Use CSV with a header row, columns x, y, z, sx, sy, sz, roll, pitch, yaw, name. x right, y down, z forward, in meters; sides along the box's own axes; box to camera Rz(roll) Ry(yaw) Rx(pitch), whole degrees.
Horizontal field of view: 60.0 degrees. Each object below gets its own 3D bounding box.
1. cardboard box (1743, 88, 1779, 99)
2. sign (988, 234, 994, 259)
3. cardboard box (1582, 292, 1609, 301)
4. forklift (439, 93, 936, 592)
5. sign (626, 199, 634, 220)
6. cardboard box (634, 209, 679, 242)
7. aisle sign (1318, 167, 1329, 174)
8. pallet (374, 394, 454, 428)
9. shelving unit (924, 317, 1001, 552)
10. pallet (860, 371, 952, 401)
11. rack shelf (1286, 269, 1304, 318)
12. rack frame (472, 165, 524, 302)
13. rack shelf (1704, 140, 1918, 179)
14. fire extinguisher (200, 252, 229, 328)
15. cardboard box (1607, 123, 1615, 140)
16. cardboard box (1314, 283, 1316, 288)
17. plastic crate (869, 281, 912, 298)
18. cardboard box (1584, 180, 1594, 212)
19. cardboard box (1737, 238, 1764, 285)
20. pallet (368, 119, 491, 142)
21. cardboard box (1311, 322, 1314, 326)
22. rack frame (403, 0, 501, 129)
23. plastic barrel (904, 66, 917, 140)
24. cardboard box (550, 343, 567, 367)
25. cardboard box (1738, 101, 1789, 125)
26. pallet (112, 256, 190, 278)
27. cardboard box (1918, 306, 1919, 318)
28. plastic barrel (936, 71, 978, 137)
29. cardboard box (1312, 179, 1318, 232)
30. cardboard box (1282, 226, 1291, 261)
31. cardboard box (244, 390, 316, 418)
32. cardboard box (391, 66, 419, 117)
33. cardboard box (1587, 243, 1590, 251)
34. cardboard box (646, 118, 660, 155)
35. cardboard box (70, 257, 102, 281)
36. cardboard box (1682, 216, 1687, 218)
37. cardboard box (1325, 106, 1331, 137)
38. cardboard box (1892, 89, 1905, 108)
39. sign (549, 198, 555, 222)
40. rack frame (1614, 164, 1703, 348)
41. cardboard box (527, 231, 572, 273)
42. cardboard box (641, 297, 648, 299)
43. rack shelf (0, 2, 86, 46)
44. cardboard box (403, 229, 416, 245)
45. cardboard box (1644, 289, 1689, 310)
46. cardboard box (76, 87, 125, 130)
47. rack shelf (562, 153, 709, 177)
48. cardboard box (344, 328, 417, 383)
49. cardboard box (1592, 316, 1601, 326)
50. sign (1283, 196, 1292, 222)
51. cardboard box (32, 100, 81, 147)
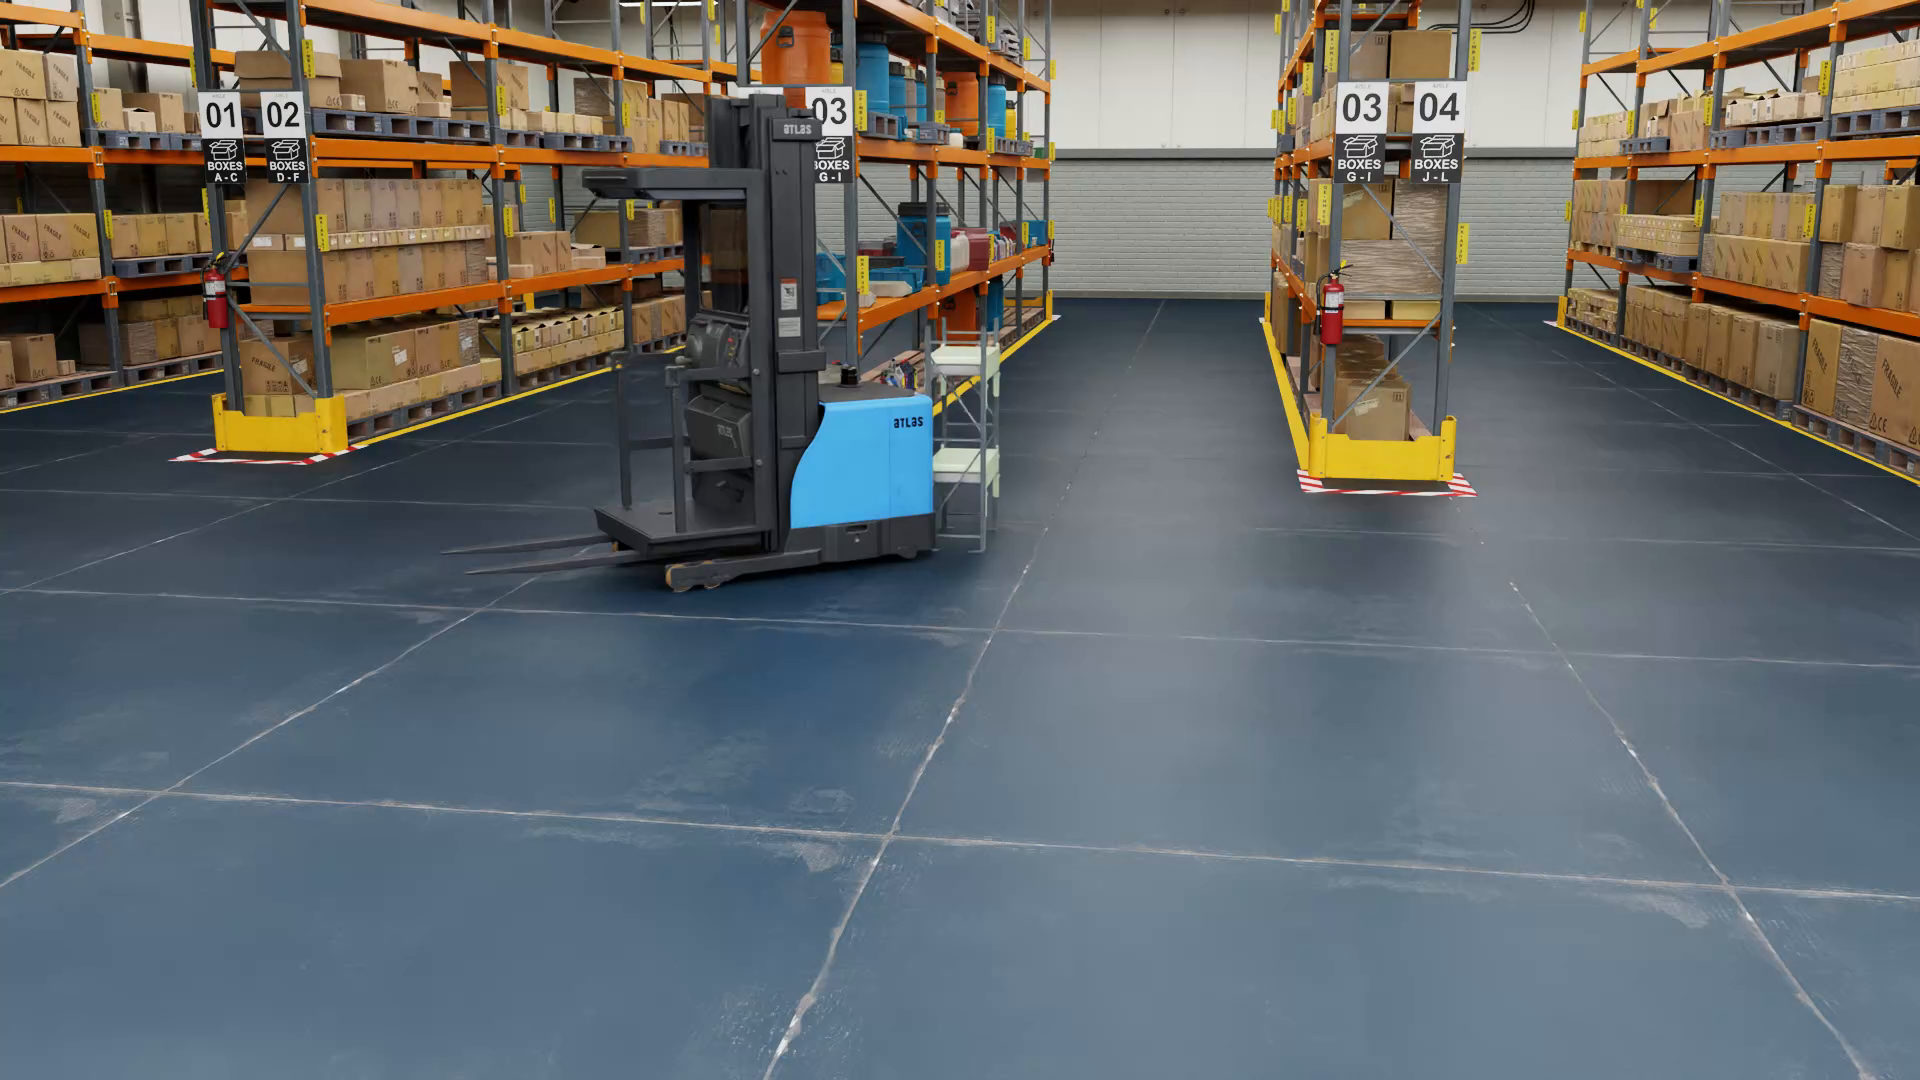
x,y,z,sx,sy,sz,roll,pitch,yaw,name
10.048,-5.547,20.939,0.396,0.266,0.258,2,12,9,cardboard box
0.400,-3.881,21.994,0.100,0.325,0.005,2,12,9,sign
10.403,-3.981,27.205,0.380,0.149,0.250,1,12,6,cardboard box
-1.695,-1.245,10.314,3.031,2.935,1.130,-7,14,-29,forklift
-4.490,-4.527,22.633,0.100,0.325,0.005,2,12,9,sign
-4.761,-4.829,25.547,0.700,0.500,0.500,4,13,18,cardboard box
6.287,-6.598,28.820,0.394,0.787,0.004,2,12,9,aisle sign
-6.003,-1.364,17.322,1.003,0.211,1.213,2,12,9,pallet
0.022,-0.736,11.347,0.431,1.500,0.755,2,12,8,shelving unit
-0.678,-1.786,19.282,1.003,0.211,1.213,2,12,9,pallet
4.442,-2.889,19.486,1.077,0.370,4.000,2,12,9,rack shelf
-8.704,-5.804,31.304,1.000,3.000,0.127,2,12,9,rack frame
9.327,-4.174,18.327,1.077,0.370,4.000,2,12,9,rack shelf
-6.746,-2.266,15.072,0.296,0.674,0.183,2,12,9,fire extinguisher
10.237,-6.266,25.499,0.500,0.250,0.500,2,12,11,cardboard box
3.636,-2.406,16.132,0.380,0.149,0.250,2,12,9,cardboard box
-0.760,-2.510,16.645,0.530,0.136,0.437,2,12,9,plastic crate
10.360,-5.526,26.698,0.500,0.500,0.500,2,12,7,cardboard box
9.067,-3.125,18.636,0.500,0.500,0.500,2,12,8,cardboard box
-5.760,-4.391,17.837,1.003,0.211,1.213,2,12,9,pallet
4.593,-2.394,20.372,0.700,0.500,0.500,1,12,4,cardboard box
-5.654,-6.079,18.340,1.000,3.000,0.127,2,12,9,rack frame
-0.796,-4.945,19.010,0.600,0.901,0.600,0,12,0,plastic barrel
-5.190,-2.297,20.564,0.500,0.250,0.500,1,12,7,cardboard box
9.229,-4.875,18.994,0.500,0.250,0.500,2,12,10,cardboard box
-10.288,-3.366,20.450,1.003,0.211,1.213,2,12,9,pallet
8.479,-2.077,13.656,0.875,0.550,0.550,2,12,9,cardboard box
-0.055,-5.817,22.230,0.600,0.830,0.708,2,12,9,plastic barrel
3.661,-3.214,15.969,0.500,0.500,0.500,2,12,9,cardboard box
4.893,-4.242,23.820,0.500,0.500,0.500,2,12,7,cardboard box
-6.479,-1.296,15.916,0.500,0.250,0.500,2,12,9,cardboard box
-6.032,-4.598,17.014,0.797,0.503,0.637,3,13,15,cardboard box
10.494,-4.794,27.215,0.380,0.149,0.250,2,12,11,cardboard box
-4.847,-5.800,23.930,0.910,0.500,0.500,2,12,9,cardboard box
-10.323,-3.134,19.224,0.500,0.250,0.500,2,12,9,cardboard box
10.259,-4.427,23.103,0.380,0.149,0.250,2,12,8,cardboard box
3.416,-3.597,14.302,0.500,0.250,0.500,2,12,9,cardboard box
8.394,-3.859,14.521,0.380,0.149,0.250,2,12,9,cardboard box
-5.576,-4.522,22.794,0.100,0.325,0.005,2,12,9,sign
10.250,-4.308,24.363,1.000,3.000,0.127,2,12,9,rack frame
-5.281,-3.678,21.202,0.500,0.500,0.500,1,12,6,cardboard box
-4.972,-3.391,24.999,0.500,0.500,0.500,1,12,7,cardboard box
-10.857,-5.469,17.225,1.077,0.370,4.000,2,12,9,rack shelf
-5.759,-3.074,16.860,0.380,0.149,0.250,2,12,9,cardboard box
9.713,-3.296,22.822,0.500,0.250,0.500,2,12,11,cardboard box
-10.386,-5.138,19.858,0.500,0.500,0.500,4,13,17,cardboard box
-4.731,-5.510,24.527,1.077,0.370,4.000,2,12,9,rack shelf
-5.828,-1.854,16.727,0.500,0.500,0.500,2,12,9,cardboard box
10.132,-3.428,26.049,0.380,0.149,0.250,2,12,9,cardboard box
4.200,-4.240,21.301,0.100,0.325,0.005,2,12,9,sign
-10.383,-4.717,18.857,0.500,0.500,0.500,2,12,10,cardboard box
